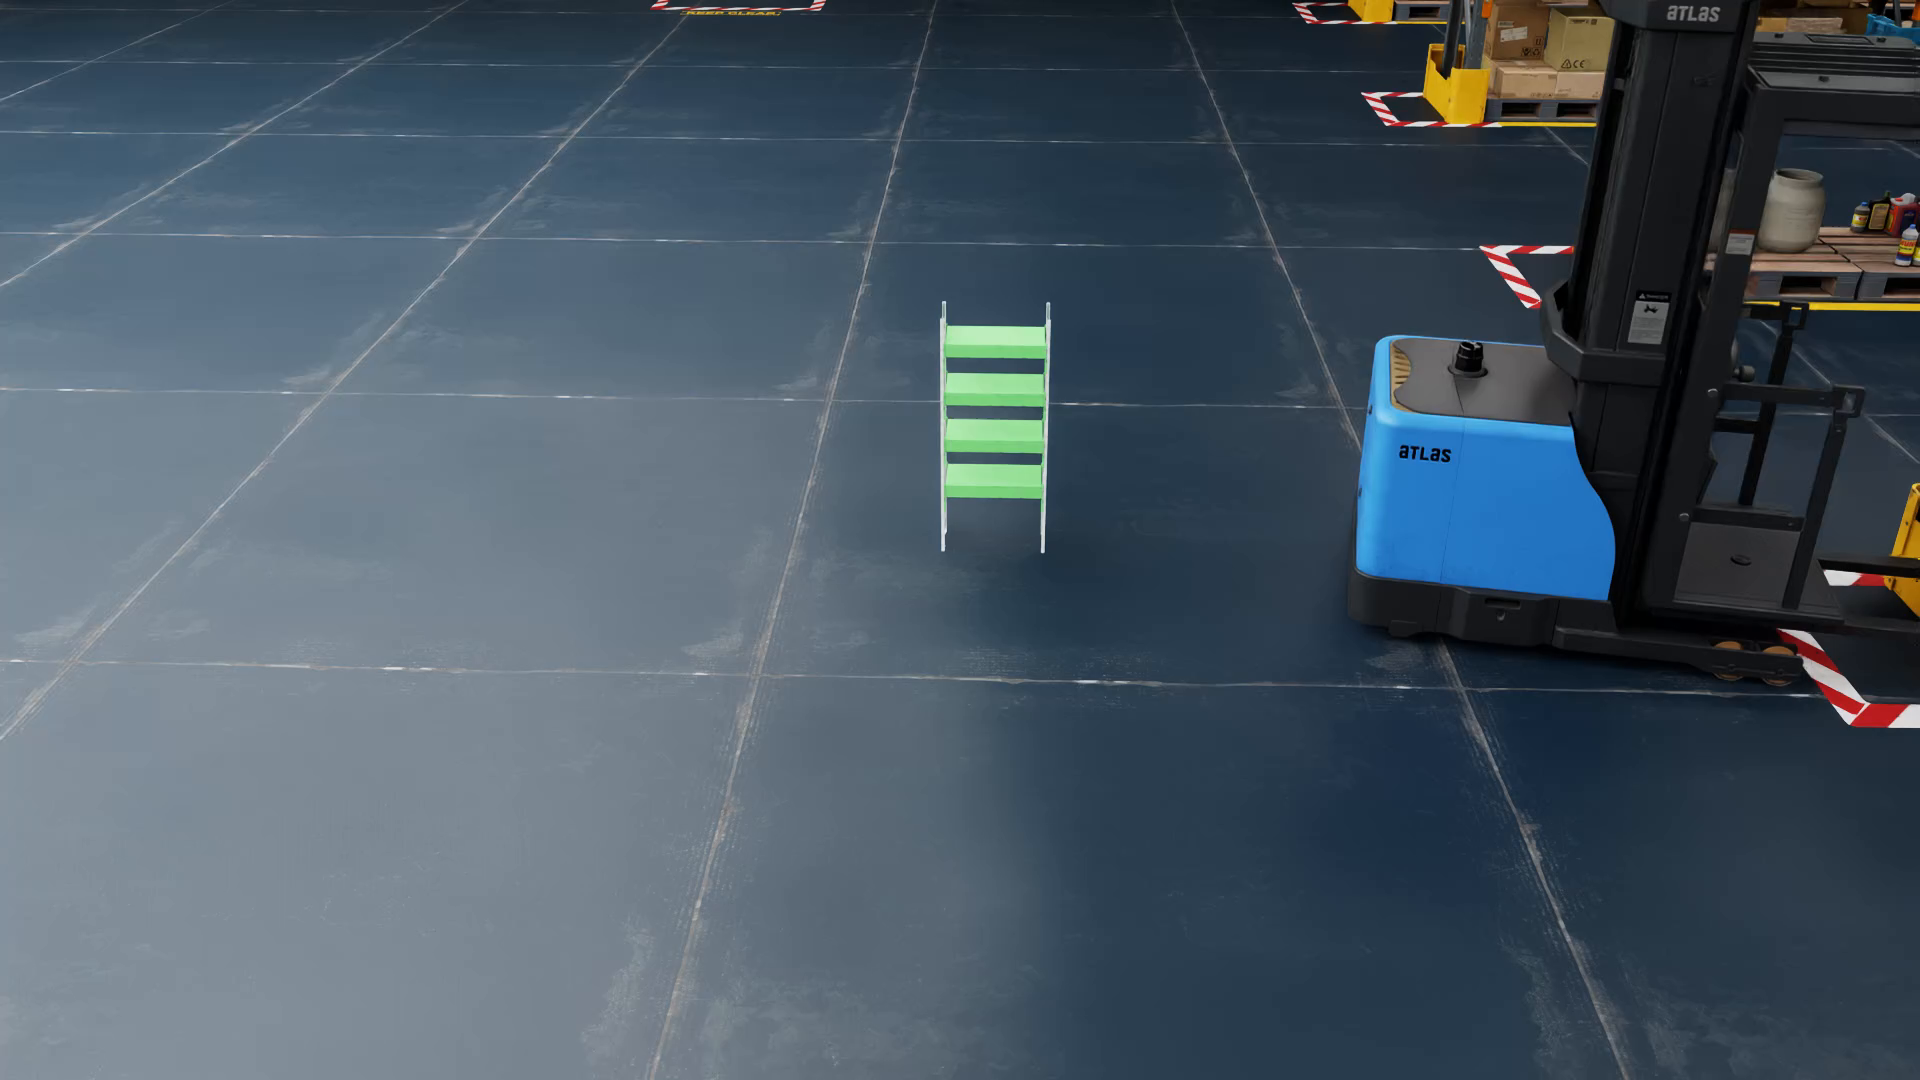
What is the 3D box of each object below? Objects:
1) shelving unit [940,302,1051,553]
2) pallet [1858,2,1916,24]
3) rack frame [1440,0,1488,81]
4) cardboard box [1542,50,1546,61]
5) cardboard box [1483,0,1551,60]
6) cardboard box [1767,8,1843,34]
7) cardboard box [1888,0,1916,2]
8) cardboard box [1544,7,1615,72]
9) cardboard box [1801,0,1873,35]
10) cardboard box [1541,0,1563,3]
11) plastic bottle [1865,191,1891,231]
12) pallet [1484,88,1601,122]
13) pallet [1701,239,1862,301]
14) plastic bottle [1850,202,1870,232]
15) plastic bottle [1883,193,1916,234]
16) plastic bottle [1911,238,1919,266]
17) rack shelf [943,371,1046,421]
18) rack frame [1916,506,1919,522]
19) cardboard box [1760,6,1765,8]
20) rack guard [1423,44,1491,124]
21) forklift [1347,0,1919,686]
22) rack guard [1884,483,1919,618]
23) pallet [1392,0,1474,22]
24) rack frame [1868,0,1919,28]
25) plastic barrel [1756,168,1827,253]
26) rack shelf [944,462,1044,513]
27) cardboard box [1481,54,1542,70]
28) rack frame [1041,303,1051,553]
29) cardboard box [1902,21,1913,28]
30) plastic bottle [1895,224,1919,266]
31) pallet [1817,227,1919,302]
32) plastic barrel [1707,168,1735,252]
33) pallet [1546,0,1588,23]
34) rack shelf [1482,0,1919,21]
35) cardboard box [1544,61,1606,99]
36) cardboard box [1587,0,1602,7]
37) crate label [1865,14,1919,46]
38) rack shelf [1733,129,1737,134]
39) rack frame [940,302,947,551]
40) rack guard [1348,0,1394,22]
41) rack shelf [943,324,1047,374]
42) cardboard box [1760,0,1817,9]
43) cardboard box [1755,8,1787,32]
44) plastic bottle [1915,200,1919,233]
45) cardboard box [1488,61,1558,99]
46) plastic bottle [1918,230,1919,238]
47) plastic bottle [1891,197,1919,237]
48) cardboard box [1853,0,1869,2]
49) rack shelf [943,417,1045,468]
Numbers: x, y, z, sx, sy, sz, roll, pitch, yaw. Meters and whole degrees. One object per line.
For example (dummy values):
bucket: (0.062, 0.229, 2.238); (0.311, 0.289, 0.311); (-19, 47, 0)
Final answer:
shelving unit: (0.165, -0.527, 7.964); (0.503, 1.200, 0.258); (1, 28, 2)
pallet: (10.970, -6.498, 20.283); (1.213, 0.211, 1.003); (1, 28, 2)
rack frame: (4.801, -5.509, 15.439); (0.127, 3.000, 1.000); (1, 28, 2)
cardboard box: (5.847, -4.606, 16.224); (0.500, 0.250, 0.500); (1, 28, 2)
cardboard box: (5.347, -4.941, 16.055); (0.500, 0.500, 0.500); (1, 28, 2)
cardboard box: (7.828, -4.664, 15.532); (0.500, 0.500, 0.500); (1, 28, 2)
cardboard box: (11.237, -6.831, 20.132); (0.500, 0.500, 0.700); (1, 28, 2)
cardboard box: (5.828, -4.690, 15.582); (0.500, 0.500, 0.500); (1, 28, 2)
cardboard box: (8.346, -4.899, 15.975); (0.500, 0.500, 0.500); (1, 28, 2)
cardboard box: (6.961, -6.819, 20.110); (0.500, 0.500, 0.700); (-1, 28, -1)
plastic bottle: (6.590, -2.366, 11.941); (0.133, 0.283, 0.061); (2, 28, 3)
pallet: (5.566, -4.284, 16.105); (1.213, 0.211, 1.003); (1, 28, 2)
pallet: (5.511, -1.963, 11.728); (1.213, 0.211, 1.003); (1, 28, 2)
plastic bottle: (6.473, -2.323, 11.948); (0.097, 0.201, 0.097); (0, 28, 0)
plastic bottle: (6.724, -2.339, 11.898); (0.135, 0.276, 0.152); (1, 28, 2)
plastic bottle: (6.526, -1.971, 11.283); (0.097, 0.201, 0.097); (0, 28, 0)
rack shelf: (0.165, -0.683, 7.881); (0.480, 0.148, 0.258); (1, 28, 2)
rack frame: (4.447, -0.872, 6.692); (0.127, 3.000, 1.000); (1, 28, 2)
cardboard box: (7.346, -4.915, 16.006); (0.500, 0.500, 0.500); (1, 28, 2)
rack guard: (4.777, -4.405, 16.025); (0.348, 0.500, 1.175); (1, 28, 2)
forklift: (3.315, -0.947, 6.907); (3.031, 2.935, 1.130); (6, 29, 11)
rack guard: (4.523, 0.234, 7.275); (0.348, 0.500, 1.175); (1, 28, 2)
pallet: (5.858, -6.564, 20.407); (1.213, 0.211, 1.003); (1, 28, 2)
rack frame: (8.798, -5.443, 15.314); (0.127, 3.000, 1.000); (1, 28, 2)
plastic barrel: (5.783, -2.293, 11.581); (0.421, 0.512, 0.421); (0, 28, 0)
rack shelf: (0.165, -0.259, 8.106); (0.480, 0.148, 0.258); (1, 28, 2)
cardboard box: (5.347, -4.609, 16.229); (0.500, 0.250, 0.500); (1, 28, 2)
rack frame: (0.409, -0.523, 7.956); (0.015, 1.200, 0.240); (1, 28, 2)
cardboard box: (9.213, -4.788, 15.969); (0.500, 0.311, 0.500); (1, 28, 2)
plastic bottle: (6.423, -2.003, 11.270); (0.097, 0.271, 0.097); (0, 28, 0)
pallet: (6.727, -1.942, 11.687); (1.213, 0.211, 1.003); (1, 28, 2)
plastic barrel: (5.282, -2.301, 11.597); (0.421, 0.512, 0.421); (0, 28, 0)
pallet: (7.074, -6.543, 20.367); (1.213, 0.211, 1.003); (1, 28, 2)
rack shelf: (6.799, -5.158, 15.545); (4.000, 0.370, 1.077); (1, 28, 2)
cardboard box: (5.828, -4.360, 15.759); (0.500, 0.250, 0.500); (1, 28, 2)
cardboard box: (6.347, -4.931, 16.037); (0.500, 0.500, 0.500); (1, 28, 2)
crate label: (6.471, -3.302, 11.239); (0.616, 0.435, 0.502); (1, 28, 2)
rack shelf: (6.621, -2.839, 11.172); (4.000, 0.370, 1.077); (1, 28, 2)
rack frame: (-0.078, -0.531, 7.971); (0.015, 1.200, 0.240); (1, 28, 2)
rack guard: (5.048, -6.722, 20.396); (0.348, 0.500, 1.175); (1, 28, 2)
rack shelf: (0.165, -0.895, 7.769); (0.480, 0.148, 0.258); (1, 28, 2)
cardboard box: (7.846, -4.903, 15.984); (0.500, 0.500, 0.500); (1, 28, 2)
cardboard box: (7.328, -4.670, 15.544); (0.500, 0.500, 0.500); (1, 28, 2)
plastic bottle: (6.862, -2.337, 11.894); (0.135, 0.276, 0.152); (0, 28, 0)
cardboard box: (5.329, -4.366, 15.772); (0.500, 0.250, 0.500); (1, 28, 2)
plastic bottle: (6.877, -2.245, 11.800); (0.097, 0.201, 0.097); (0, 28, 0)
plastic bottle: (6.721, -2.292, 11.802); (0.133, 0.283, 0.061); (1, 28, 2)
cardboard box: (10.732, -6.834, 20.139); (0.500, 0.500, 0.700); (1, 28, 2)
rack shelf: (0.165, -0.471, 7.994); (0.480, 0.148, 0.258); (1, 28, 2)
